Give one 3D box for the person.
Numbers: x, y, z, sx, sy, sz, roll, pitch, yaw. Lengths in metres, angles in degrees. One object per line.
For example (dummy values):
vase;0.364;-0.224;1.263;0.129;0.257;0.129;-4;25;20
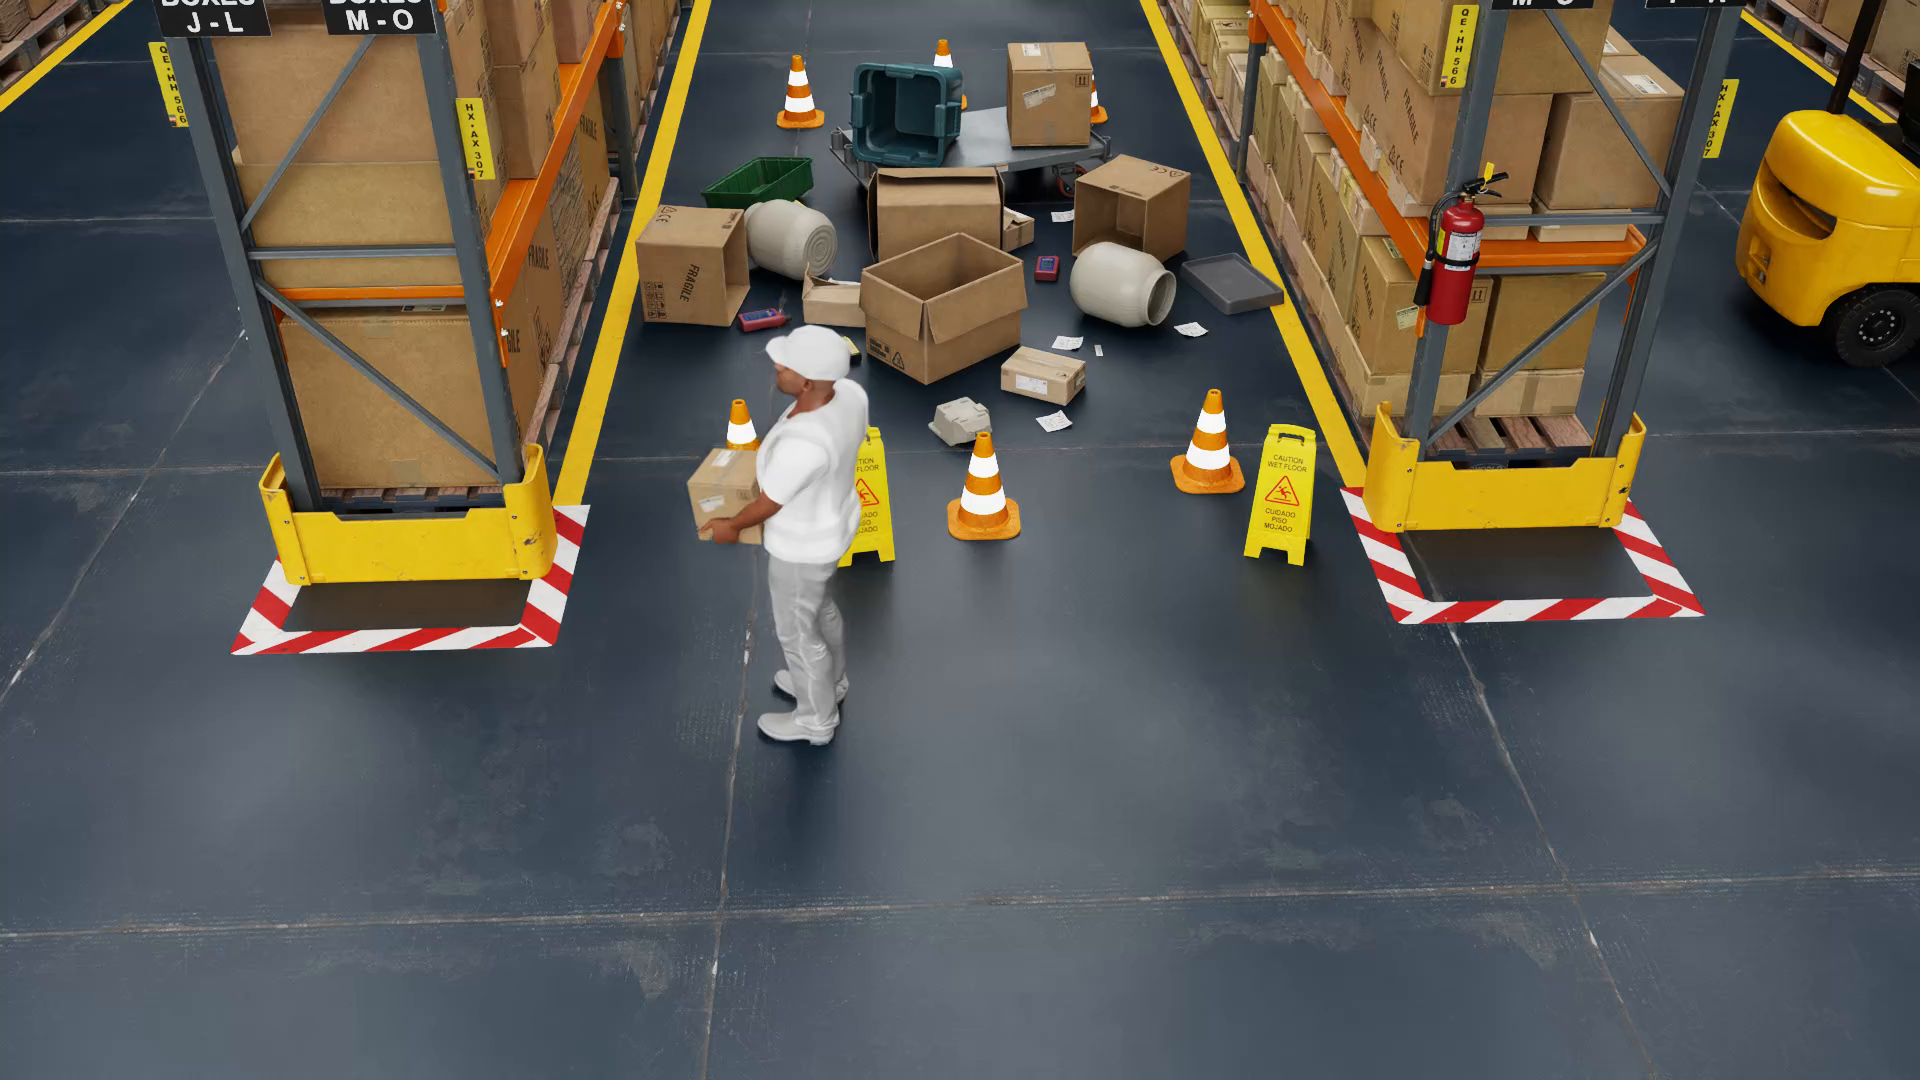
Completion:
person;-0.643;-0.026;6.160;0.573;1.769;0.513;9;36;13
